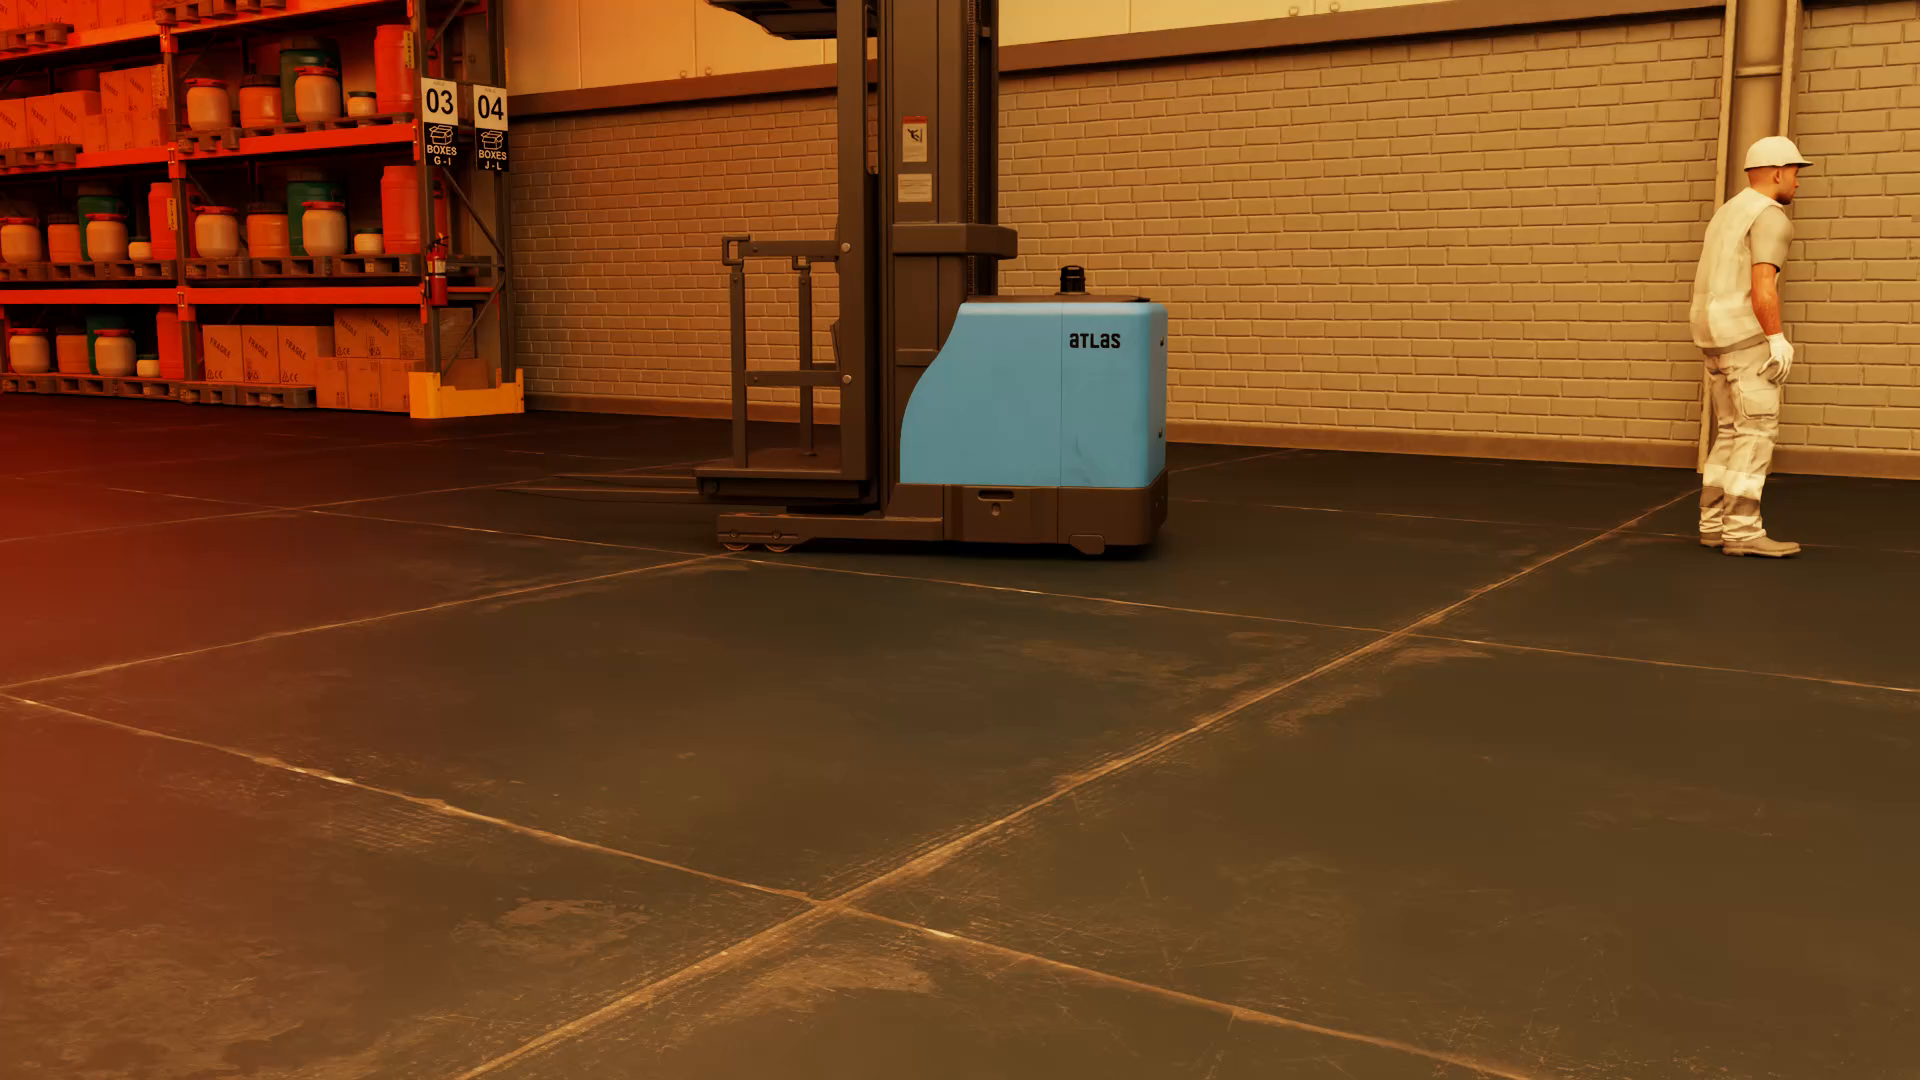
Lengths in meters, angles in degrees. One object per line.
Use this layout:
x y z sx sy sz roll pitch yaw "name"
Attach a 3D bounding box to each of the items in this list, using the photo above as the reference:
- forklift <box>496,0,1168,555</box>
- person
-0.596 -1.469 7.520 3.031 2.935 1.130 2 8 12 "forklift"
3.417 -0.838 7.196 0.451 1.778 0.612 0 8 3 "person"
